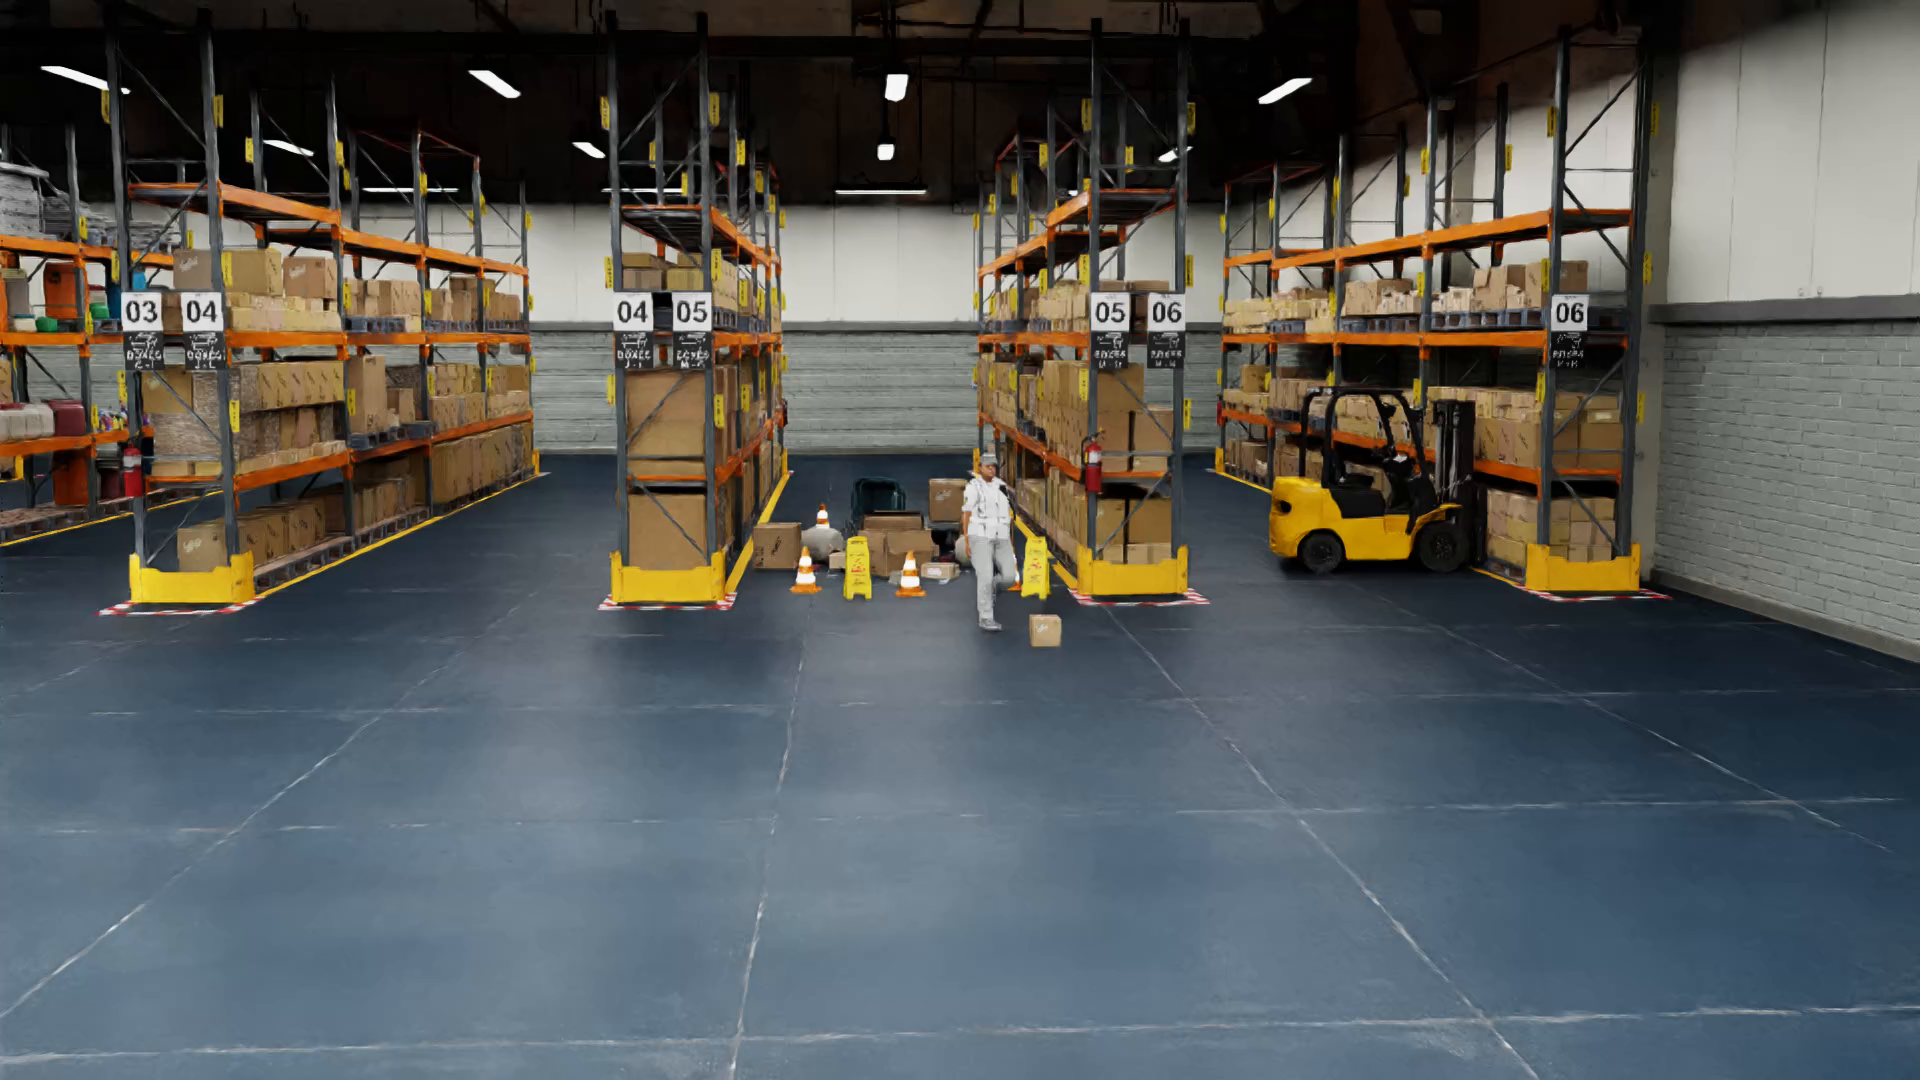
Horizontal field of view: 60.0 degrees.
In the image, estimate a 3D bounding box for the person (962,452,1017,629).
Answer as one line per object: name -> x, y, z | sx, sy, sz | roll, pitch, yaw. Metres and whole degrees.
person -> 0.262, -0.009, 15.712 | 0.484, 1.648, 0.571 | -4, 8, -29
